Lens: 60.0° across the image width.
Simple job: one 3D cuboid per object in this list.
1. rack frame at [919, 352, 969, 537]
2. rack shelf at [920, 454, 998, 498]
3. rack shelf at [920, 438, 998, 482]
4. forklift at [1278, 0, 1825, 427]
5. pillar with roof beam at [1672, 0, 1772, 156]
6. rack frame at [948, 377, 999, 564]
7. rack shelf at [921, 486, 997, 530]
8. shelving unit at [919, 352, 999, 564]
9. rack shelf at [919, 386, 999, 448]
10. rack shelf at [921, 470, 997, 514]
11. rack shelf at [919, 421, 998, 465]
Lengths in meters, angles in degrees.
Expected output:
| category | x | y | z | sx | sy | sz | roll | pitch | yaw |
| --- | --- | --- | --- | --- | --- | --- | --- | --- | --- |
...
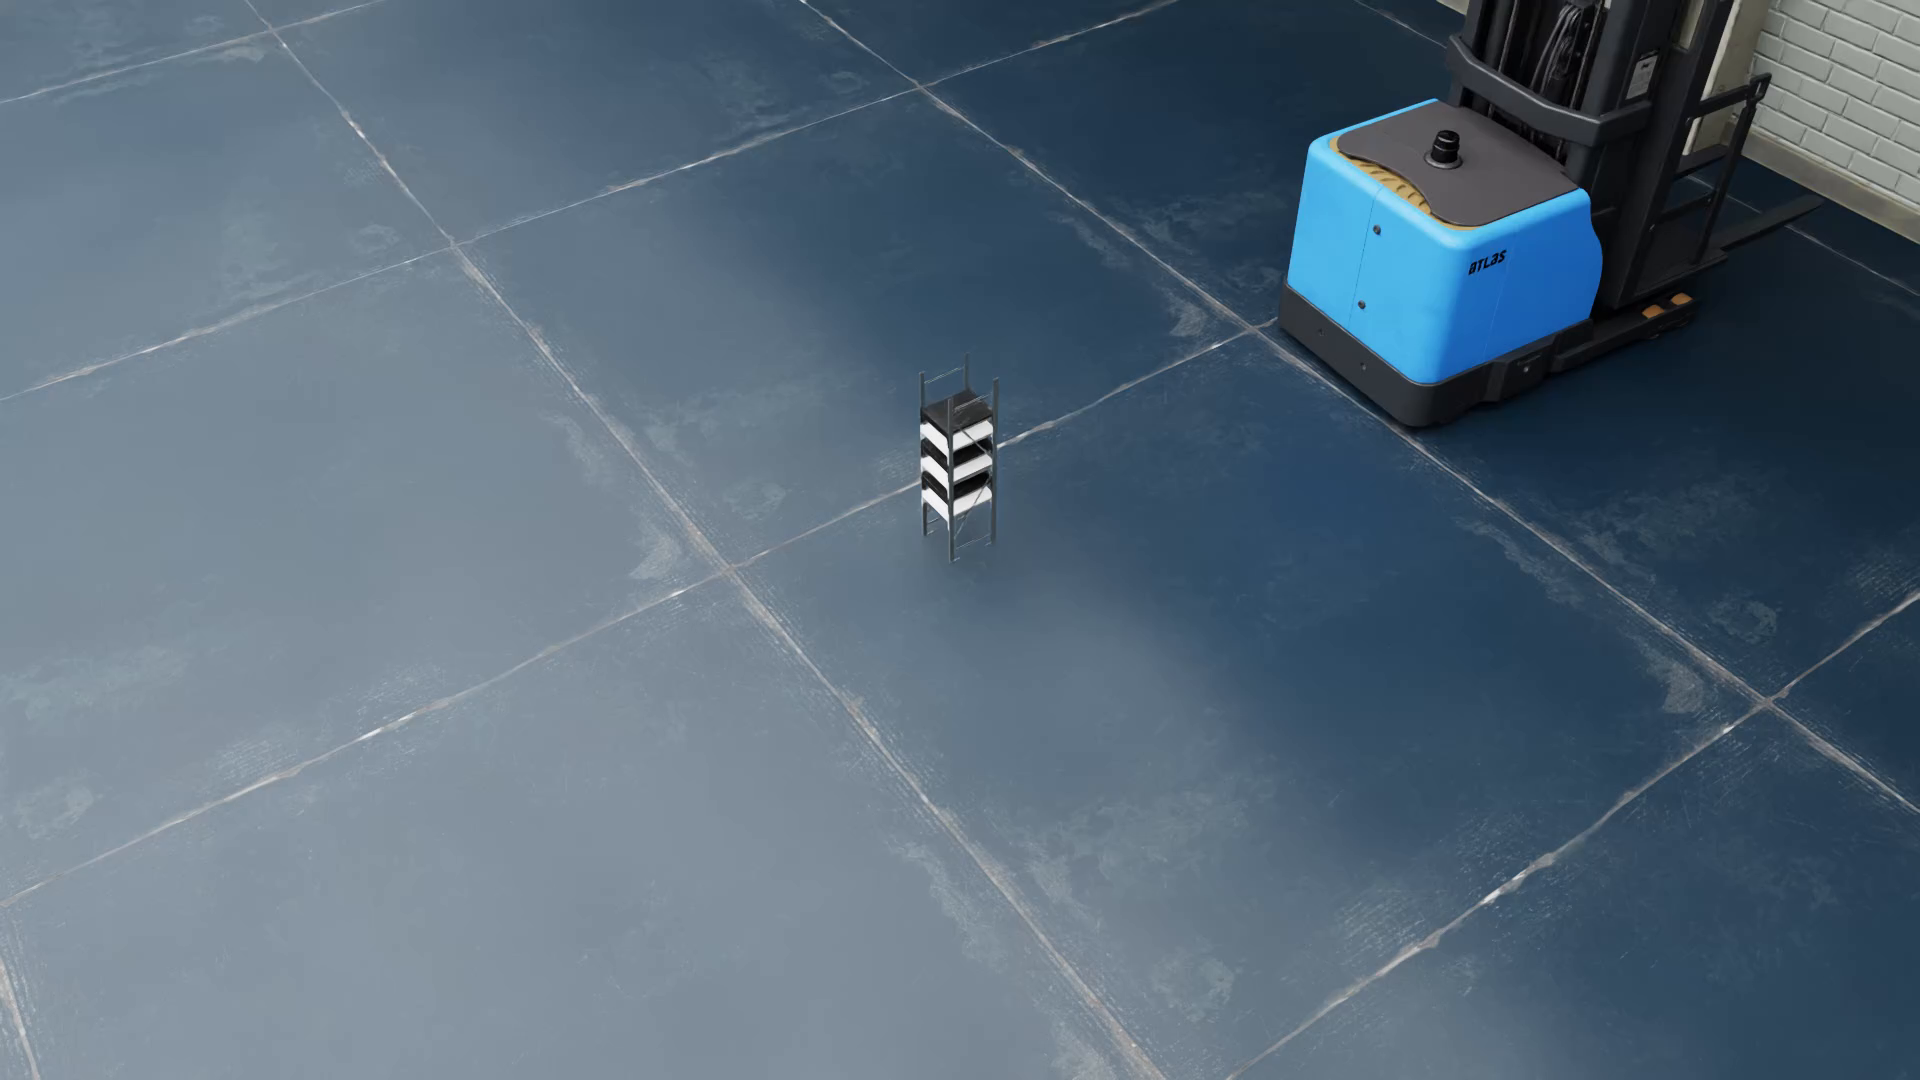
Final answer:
| category | x | y | z | sx | sy | sz | roll | pitch | yaw |
| --- | --- | --- | --- | --- | --- | --- | --- | --- | --- |
| rack frame | -0.063 | -0.388 | 6.995 | 0.240 | 0.900 | 0.006 | -26 | 49 | -24 |
| rack shelf | -0.005 | -0.306 | 6.958 | 0.258 | 0.077 | 0.200 | -26 | 49 | -24 |
| rack shelf | -0.005 | -0.371 | 6.896 | 0.258 | 0.077 | 0.200 | -26 | 49 | -24 |
| forklift | 3.110 | -2.353 | 7.583 | 3.031 | 2.935 | 1.130 | -23 | 48 | -22 |
| pillar with roof beam | 0.664 | -3.925 | 4.835 | 9.100 | 9.000 | 0.400 | -26 | 49 | -24 |
| rack frame | 0.054 | -0.273 | 6.875 | 0.240 | 0.900 | 0.006 | -26 | 49 | -24 |
| rack shelf | -0.005 | -0.176 | 7.082 | 0.258 | 0.077 | 0.200 | -26 | 49 | -24 |
| shelving unit | -0.005 | -0.330 | 6.935 | 0.258 | 0.900 | 0.210 | -26 | 49 | -24 |
| rack shelf | -0.005 | -0.501 | 6.772 | 0.258 | 0.077 | 0.200 | -26 | 49 | -24 |
| rack shelf | -0.005 | -0.241 | 7.020 | 0.258 | 0.077 | 0.200 | -26 | 49 | -24 |
| rack shelf | -0.005 | -0.436 | 6.834 | 0.258 | 0.077 | 0.200 | -26 | 49 | -24 |
